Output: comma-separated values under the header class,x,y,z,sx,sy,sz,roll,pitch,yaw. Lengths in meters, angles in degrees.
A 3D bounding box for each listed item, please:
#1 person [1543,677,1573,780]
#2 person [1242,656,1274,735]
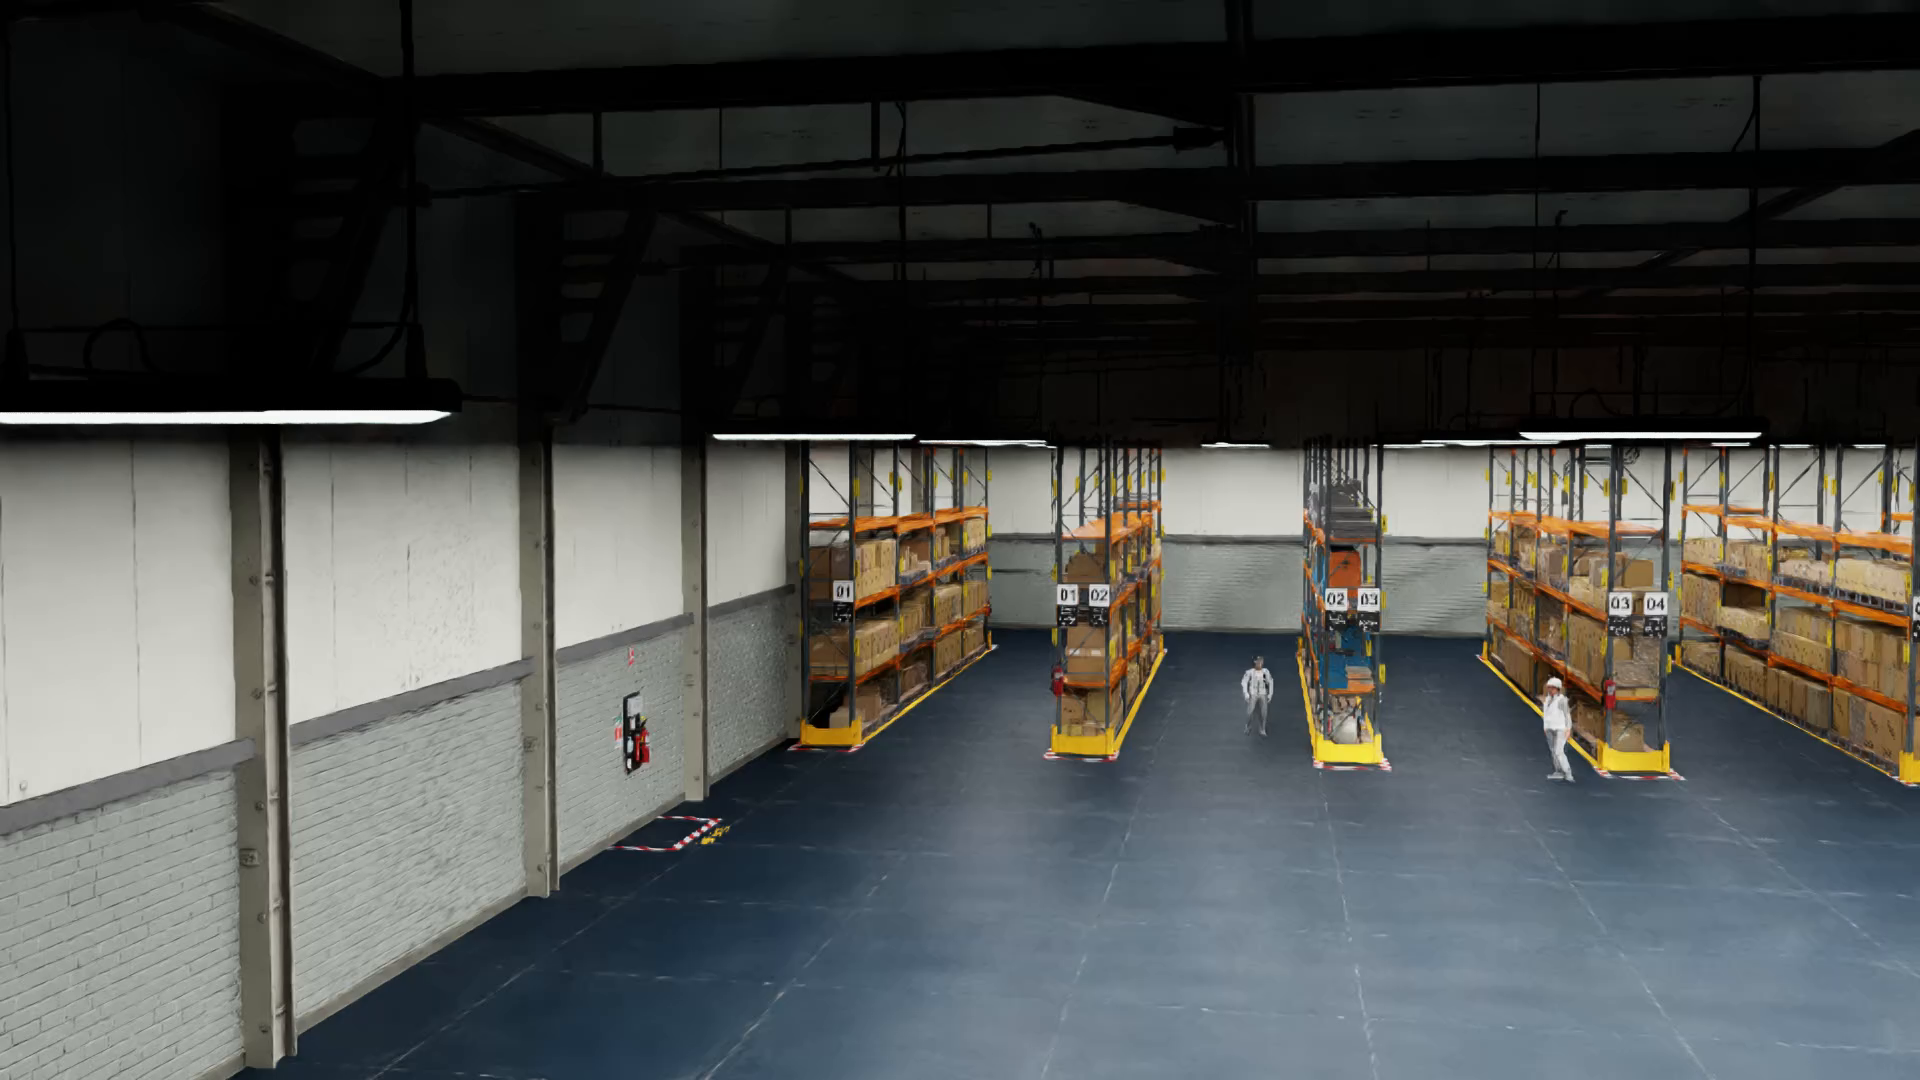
class,x,y,z,sx,sy,sz,roll,pitch,yaw
person,10.368,3.267,28.839,0.399,1.767,0.643,-1,3,-20
person,5.972,3.110,33.356,0.639,1.632,0.512,0,3,8
